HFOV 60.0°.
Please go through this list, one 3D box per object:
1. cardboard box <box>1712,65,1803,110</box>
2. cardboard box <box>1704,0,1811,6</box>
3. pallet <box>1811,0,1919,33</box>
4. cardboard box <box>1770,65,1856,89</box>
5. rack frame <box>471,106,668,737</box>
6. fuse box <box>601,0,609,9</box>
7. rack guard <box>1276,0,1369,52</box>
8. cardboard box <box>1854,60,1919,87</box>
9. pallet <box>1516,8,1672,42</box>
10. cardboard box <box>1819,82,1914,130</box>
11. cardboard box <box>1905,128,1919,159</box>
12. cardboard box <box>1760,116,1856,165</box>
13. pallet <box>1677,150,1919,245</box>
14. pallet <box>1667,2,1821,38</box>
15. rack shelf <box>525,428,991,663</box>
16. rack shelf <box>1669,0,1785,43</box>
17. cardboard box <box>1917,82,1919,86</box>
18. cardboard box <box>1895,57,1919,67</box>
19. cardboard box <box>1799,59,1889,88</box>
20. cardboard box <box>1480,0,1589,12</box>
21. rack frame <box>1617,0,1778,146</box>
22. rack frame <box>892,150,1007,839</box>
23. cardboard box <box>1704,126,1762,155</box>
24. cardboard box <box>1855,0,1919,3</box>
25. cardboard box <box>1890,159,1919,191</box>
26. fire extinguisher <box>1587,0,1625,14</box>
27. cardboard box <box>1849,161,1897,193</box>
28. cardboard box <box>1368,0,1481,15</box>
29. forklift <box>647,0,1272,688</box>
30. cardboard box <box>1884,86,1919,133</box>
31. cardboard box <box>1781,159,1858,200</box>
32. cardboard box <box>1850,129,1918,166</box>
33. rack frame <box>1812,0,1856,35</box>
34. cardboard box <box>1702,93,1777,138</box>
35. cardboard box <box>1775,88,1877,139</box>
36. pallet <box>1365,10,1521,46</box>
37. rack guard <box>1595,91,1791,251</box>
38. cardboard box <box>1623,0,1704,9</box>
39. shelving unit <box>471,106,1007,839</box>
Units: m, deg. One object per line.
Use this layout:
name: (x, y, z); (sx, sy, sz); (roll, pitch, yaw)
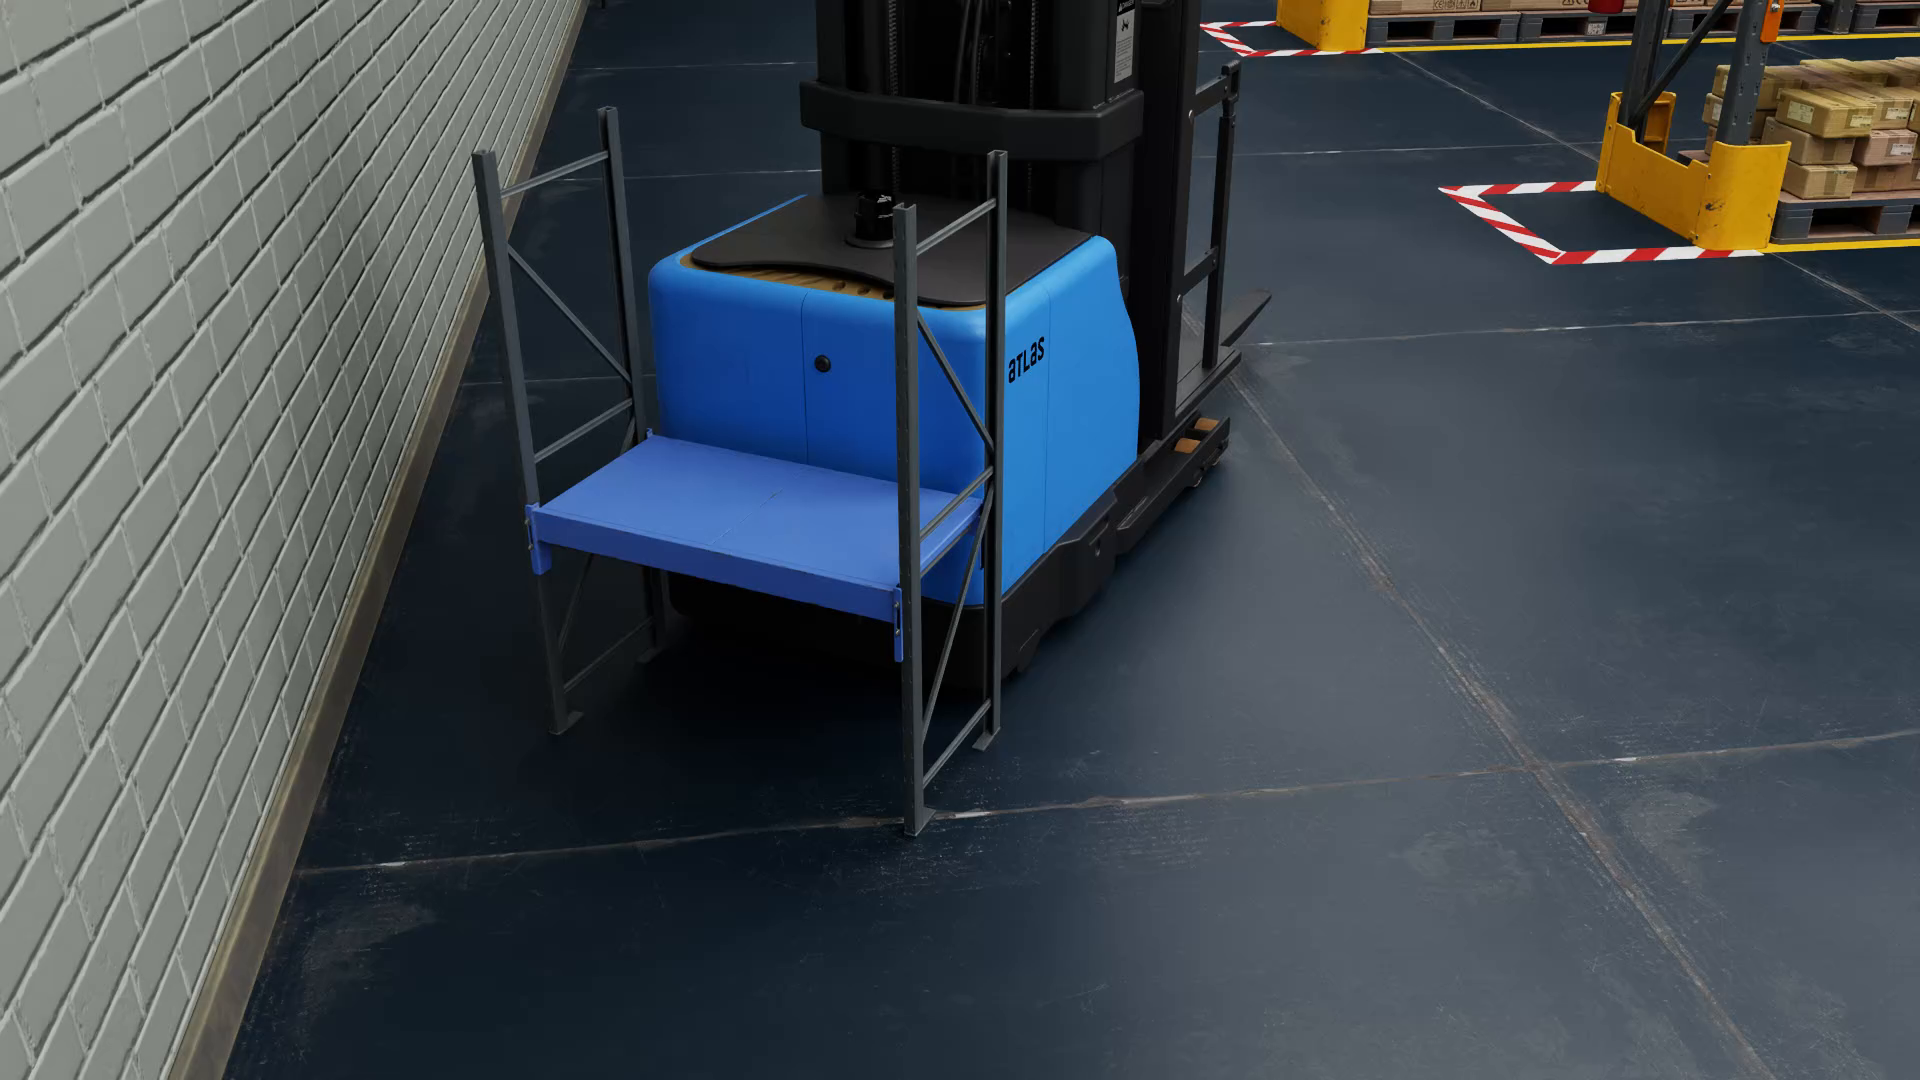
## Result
cardboard box: (4.062, -2.311, 8.480); (0.250, 0.149, 0.380); (-3, 27, -7)
cardboard box: (6.107, -4.521, 13.122); (0.875, 0.438, 0.875); (-4, 27, -8)
pallet: (7.497, -4.308, 13.415); (1.213, 0.211, 1.003); (-4, 27, -7)
cardboard box: (4.318, -2.301, 8.461); (0.250, 0.149, 0.380); (-3, 27, -6)
rack frame: (-0.939, -0.268, 4.130); (0.032, 1.500, 0.500); (12, 29, 22)
fuse box: (-2.946, -5.228, 13.564); (0.414, 1.711, 0.539); (-4, 27, -7)
rack guard: (2.759, -4.098, 12.688); (0.348, 0.500, 1.175); (-4, 27, -7)
cardboard box: (4.822, -2.363, 8.581); (0.250, 0.149, 0.380); (-5, 28, -9)
pallet: (4.769, -4.133, 13.074); (1.213, 0.211, 1.003); (-4, 27, -7)
cardboard box: (4.395, -2.115, 8.097); (0.250, 0.149, 0.380); (-3, 27, -6)
cardboard box: (4.636, -1.996, 8.190); (0.250, 0.149, 0.380); (-3, 27, -6)
cardboard box: (4.127, -1.948, 8.098); (0.250, 0.149, 0.380); (-3, 27, -5)
pallet: (4.457, -1.780, 8.488); (1.213, 0.211, 1.003); (-4, 27, -7)
pallet: (5.980, -4.212, 13.228); (1.213, 0.211, 1.003); (-4, 27, -7)
rack shelf: (-0.476, -0.012, 4.024); (1.000, 0.185, 0.538); (12, 29, 22)
rack shelf: (5.553, -2.787, 8.184); (4.000, 0.370, 1.077); (-4, 27, -7)
cardboard box: (4.896, -2.126, 8.119); (0.250, 0.149, 0.380); (-5, 28, -10)
cardboard box: (5.081, -2.405, 8.663); (0.250, 0.149, 0.380); (-3, 27, -5)
cardboard box: (4.557, -2.375, 8.605); (0.250, 0.149, 0.380); (-4, 27, -8)
cardboard box: (4.328, -4.407, 12.900); (0.875, 0.438, 0.875); (-3, 27, -6)
rack frame: (3.573, -2.980, 7.772); (0.127, 3.000, 1.000); (-4, 27, -7)
rack frame: (-0.014, -0.075, 3.754); (0.032, 1.500, 0.500); (12, 29, 22)
cardboard box: (4.065, -2.026, 8.576); (0.250, 0.149, 0.380); (-3, 27, -6)
cardboard box: (7.347, -4.783, 13.153); (0.875, 0.875, 0.875); (-3, 27, -6)
cardboard box: (4.629, -1.860, 8.251); (0.250, 0.149, 0.380); (-3, 27, -7)
fire extinguisher: (3.259, -2.972, 8.250); (0.183, 0.674, 0.296); (-4, 27, -7)
cardboard box: (4.384, -1.841, 8.214); (0.250, 0.149, 0.380); (-4, 27, -7)
cardboard box: (3.422, -4.345, 12.780); (0.875, 0.438, 0.875); (-5, 28, -9)
forklift: (0.281, -1.561, 5.081); (1.130, 2.935, 3.031); (13, 30, 23)
cardboard box: (4.662, -2.073, 8.015); (0.250, 0.149, 0.380); (-4, 27, -7)
cardboard box: (4.136, -1.787, 8.110); (0.250, 0.149, 0.380); (-3, 27, -6)
cardboard box: (4.406, -1.940, 8.082); (0.250, 0.149, 0.380); (-4, 27, -7)
rack frame: (6.744, -5.466, 12.616); (0.127, 3.000, 1.000); (-4, 27, -7)
cardboard box: (4.055, -2.193, 8.576); (0.250, 0.149, 0.380); (-4, 27, -8)
cardboard box: (4.139, -2.043, 7.957); (0.250, 0.149, 0.380); (-5, 28, -9)
pallet: (3.564, -4.057, 12.925); (1.213, 0.211, 1.003); (-4, 27, -7)
rack guard: (3.648, -1.873, 8.352); (0.348, 0.500, 1.175); (-4, 27, -7)
cardboard box: (5.221, -4.464, 13.011); (0.875, 0.438, 0.875); (-4, 27, -9)
shelving unit: (-0.476, -0.172, 3.942); (1.048, 1.500, 0.538); (12, 29, 22)
